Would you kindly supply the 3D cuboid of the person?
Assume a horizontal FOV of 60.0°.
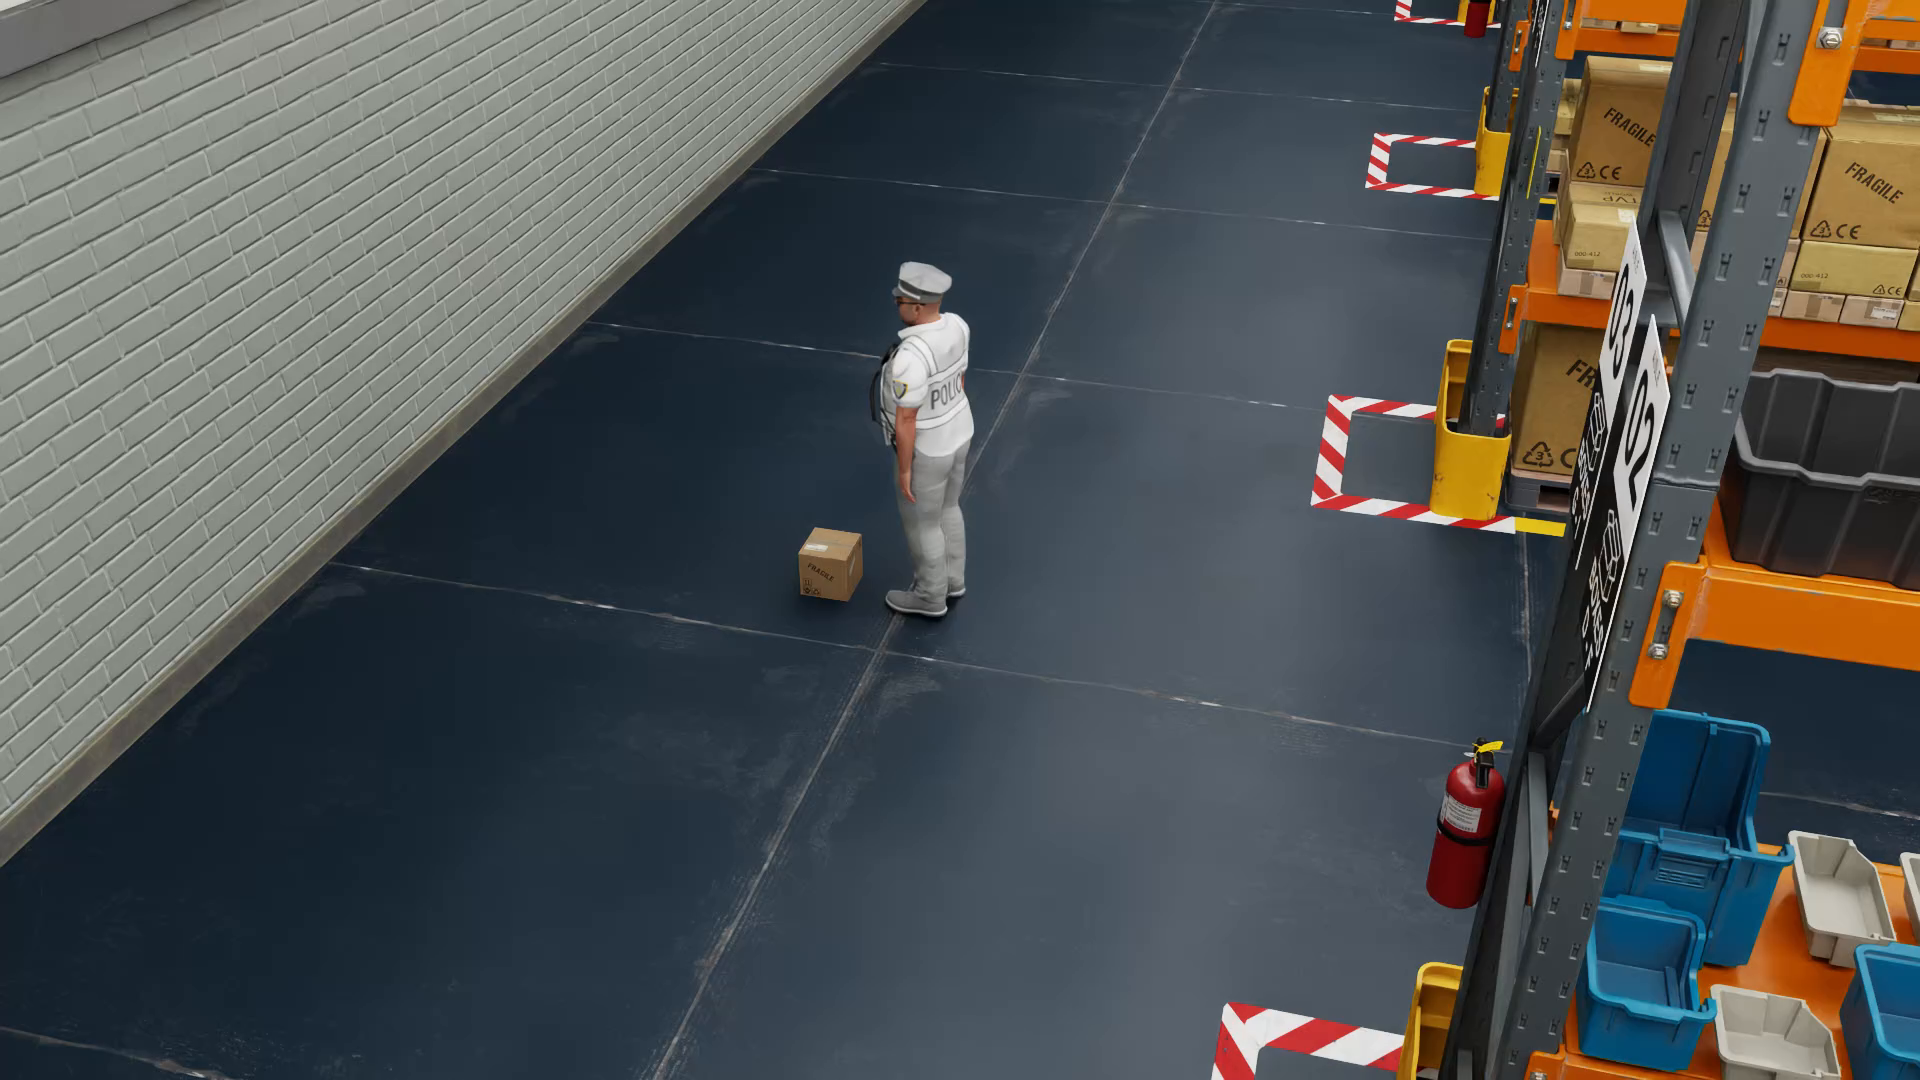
[{"bbox_3d":[-0.163,-0.453,7.802,0.402,1.773,0.562,16,36,23],"label":"person"}]
